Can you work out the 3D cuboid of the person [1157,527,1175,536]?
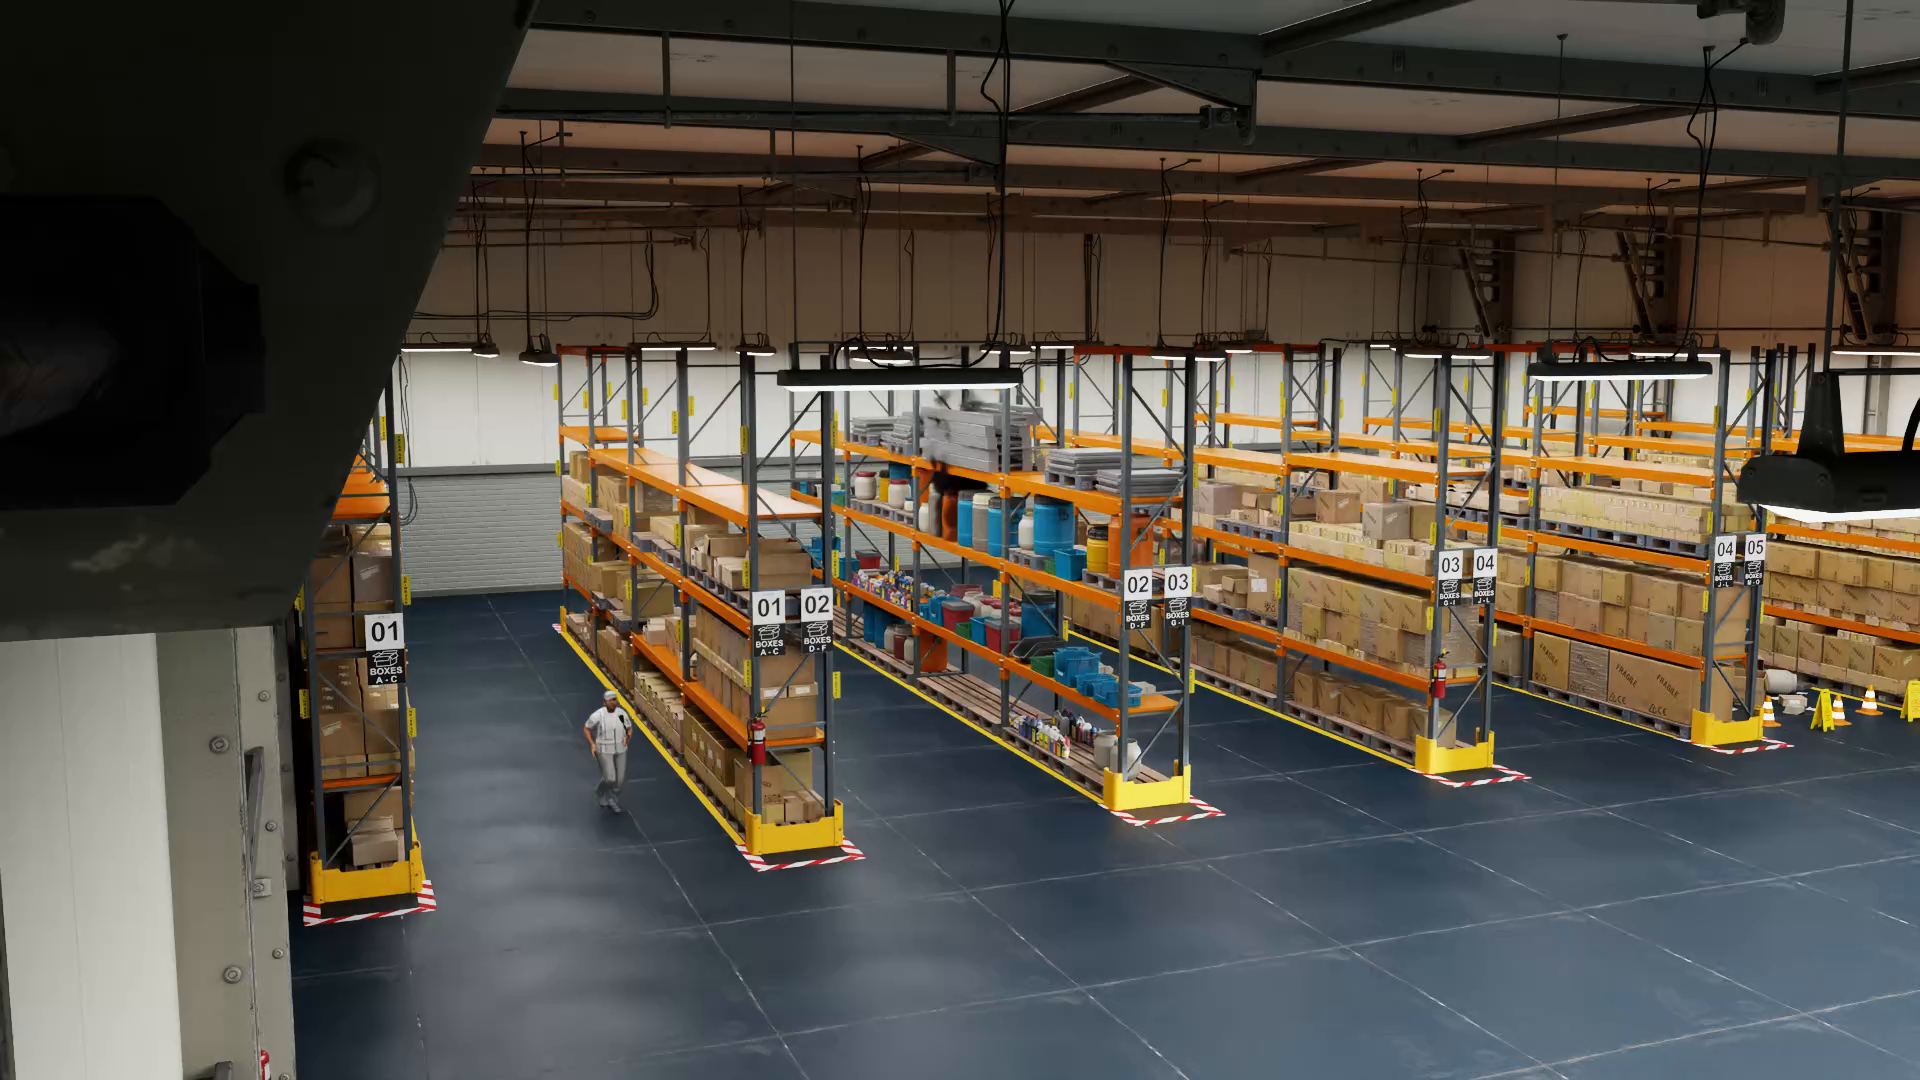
[{"bbox_3d":[4.957,0.291,40.724,0.666,1.759,0.631,5,9,35],"label":"person"}]

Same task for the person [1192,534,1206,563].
[{"bbox_3d":[5.335,0.691,37.423,0.720,1.831,0.926,-2,8,-18],"label":"person"}]

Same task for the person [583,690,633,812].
[{"bbox_3d":[-4.538,2.773,21.715,0.606,1.620,0.556,-5,9,-32],"label":"person"}]
